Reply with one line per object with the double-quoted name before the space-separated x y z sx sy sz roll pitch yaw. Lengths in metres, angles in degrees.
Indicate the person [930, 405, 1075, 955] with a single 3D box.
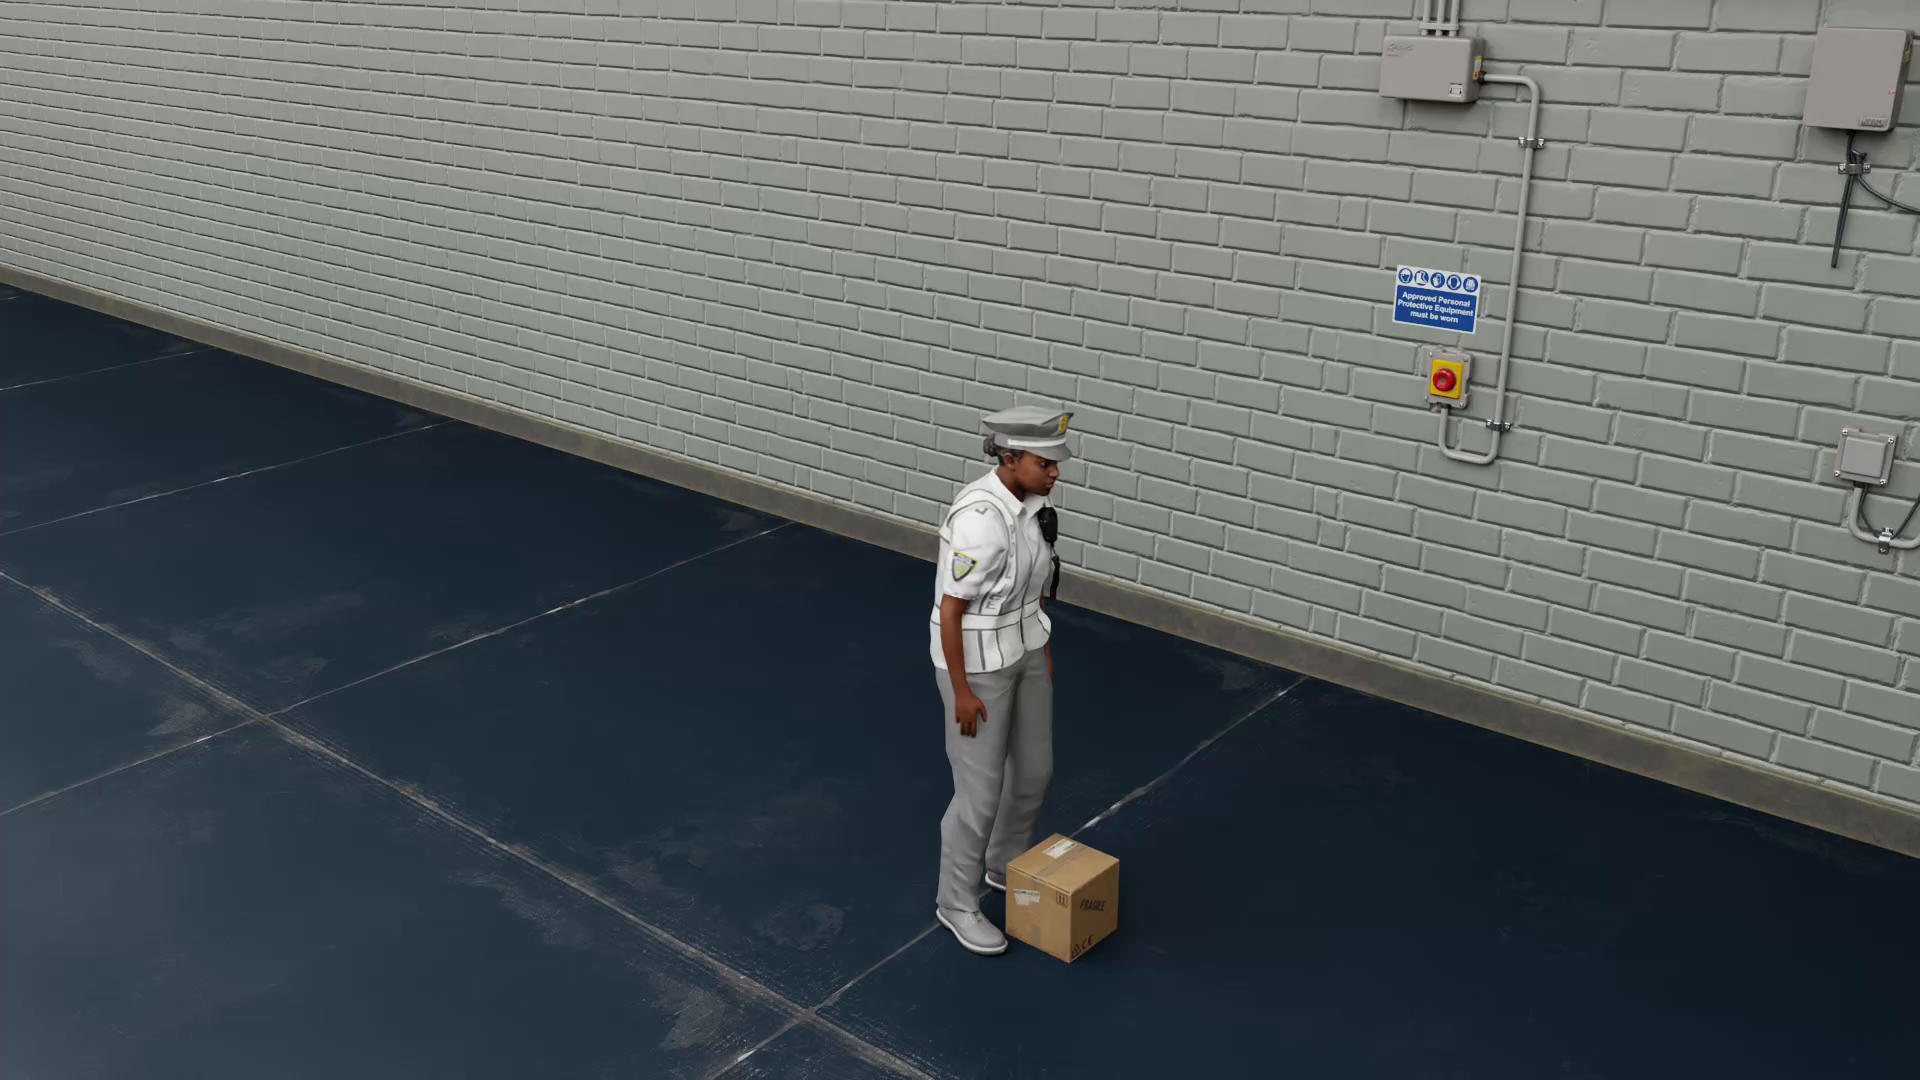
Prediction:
"person" 0.123 0.394 5.017 0.397 1.656 0.515 15 25 34
